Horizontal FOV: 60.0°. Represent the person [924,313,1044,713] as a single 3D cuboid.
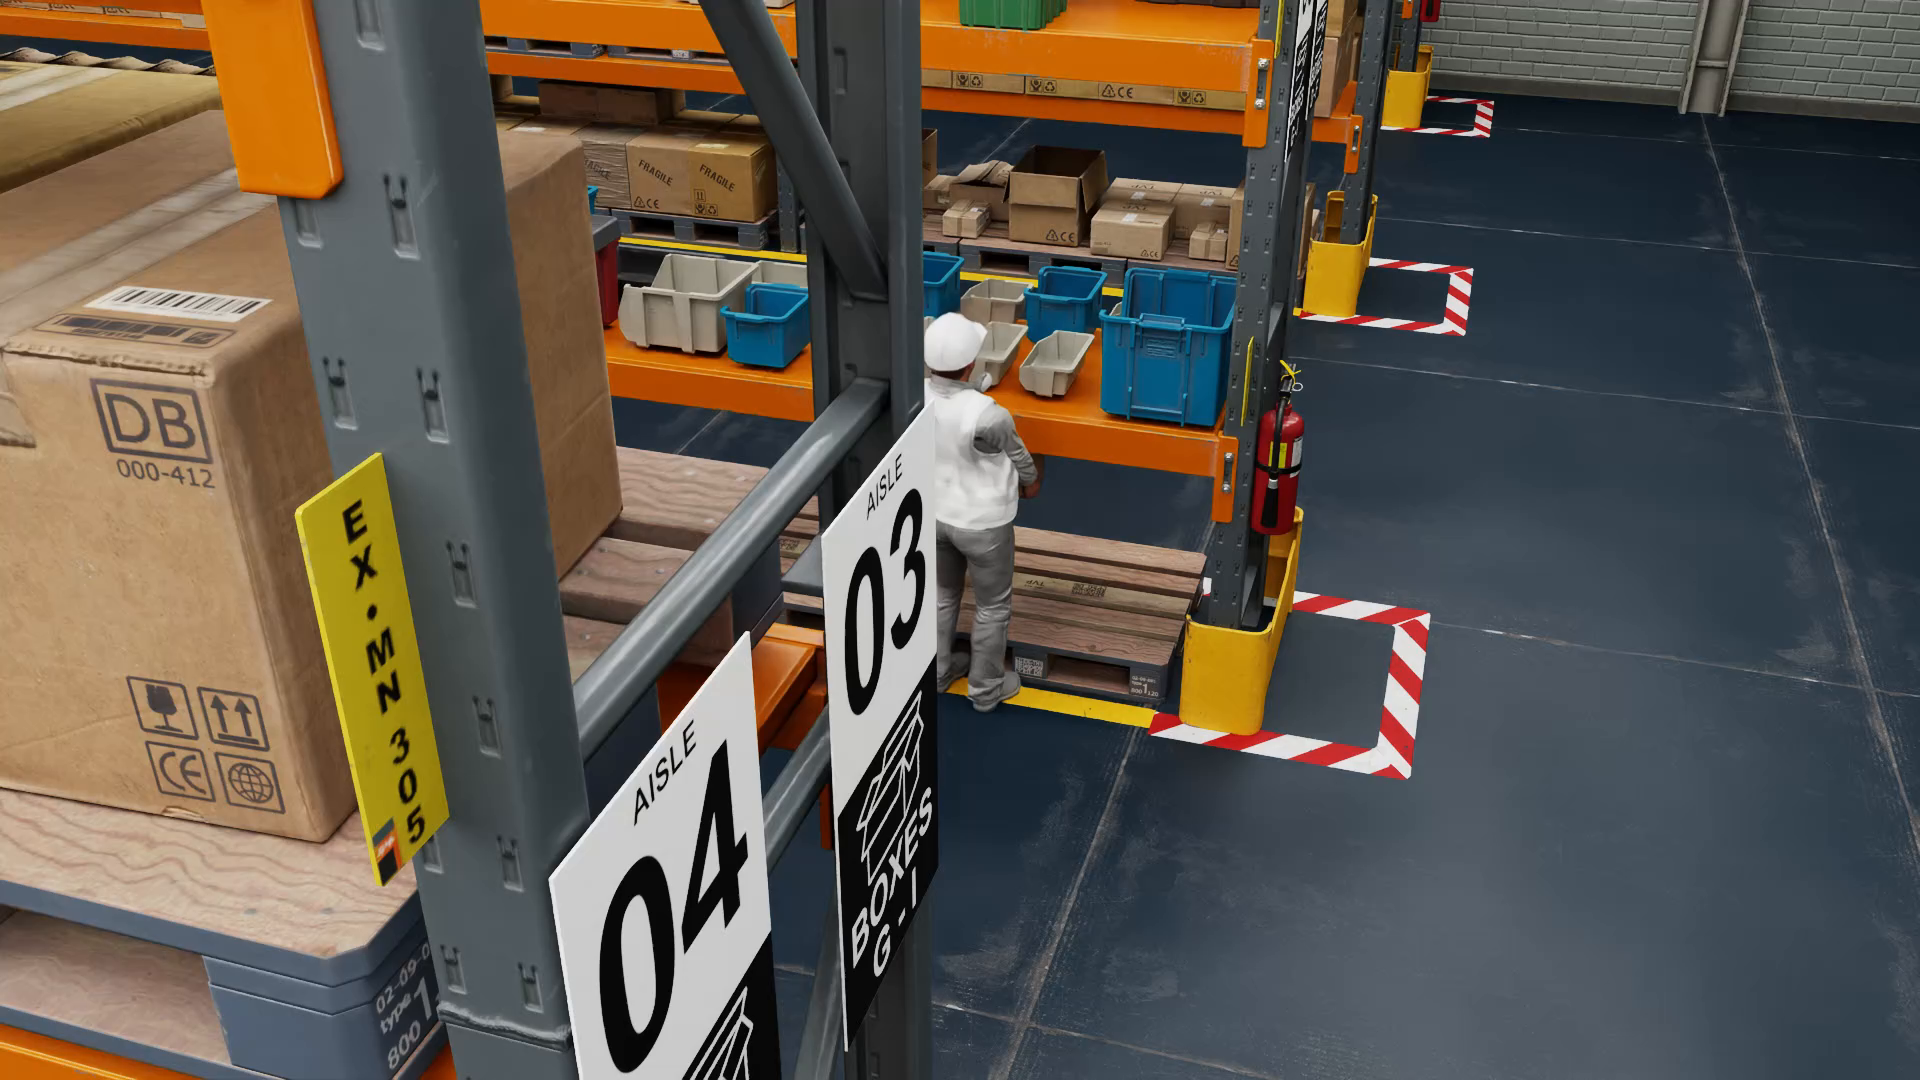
[{"bbox_3d":[0.063,-0.152,6.883,0.494,1.762,0.563,19,34,30],"label":"person"}]
